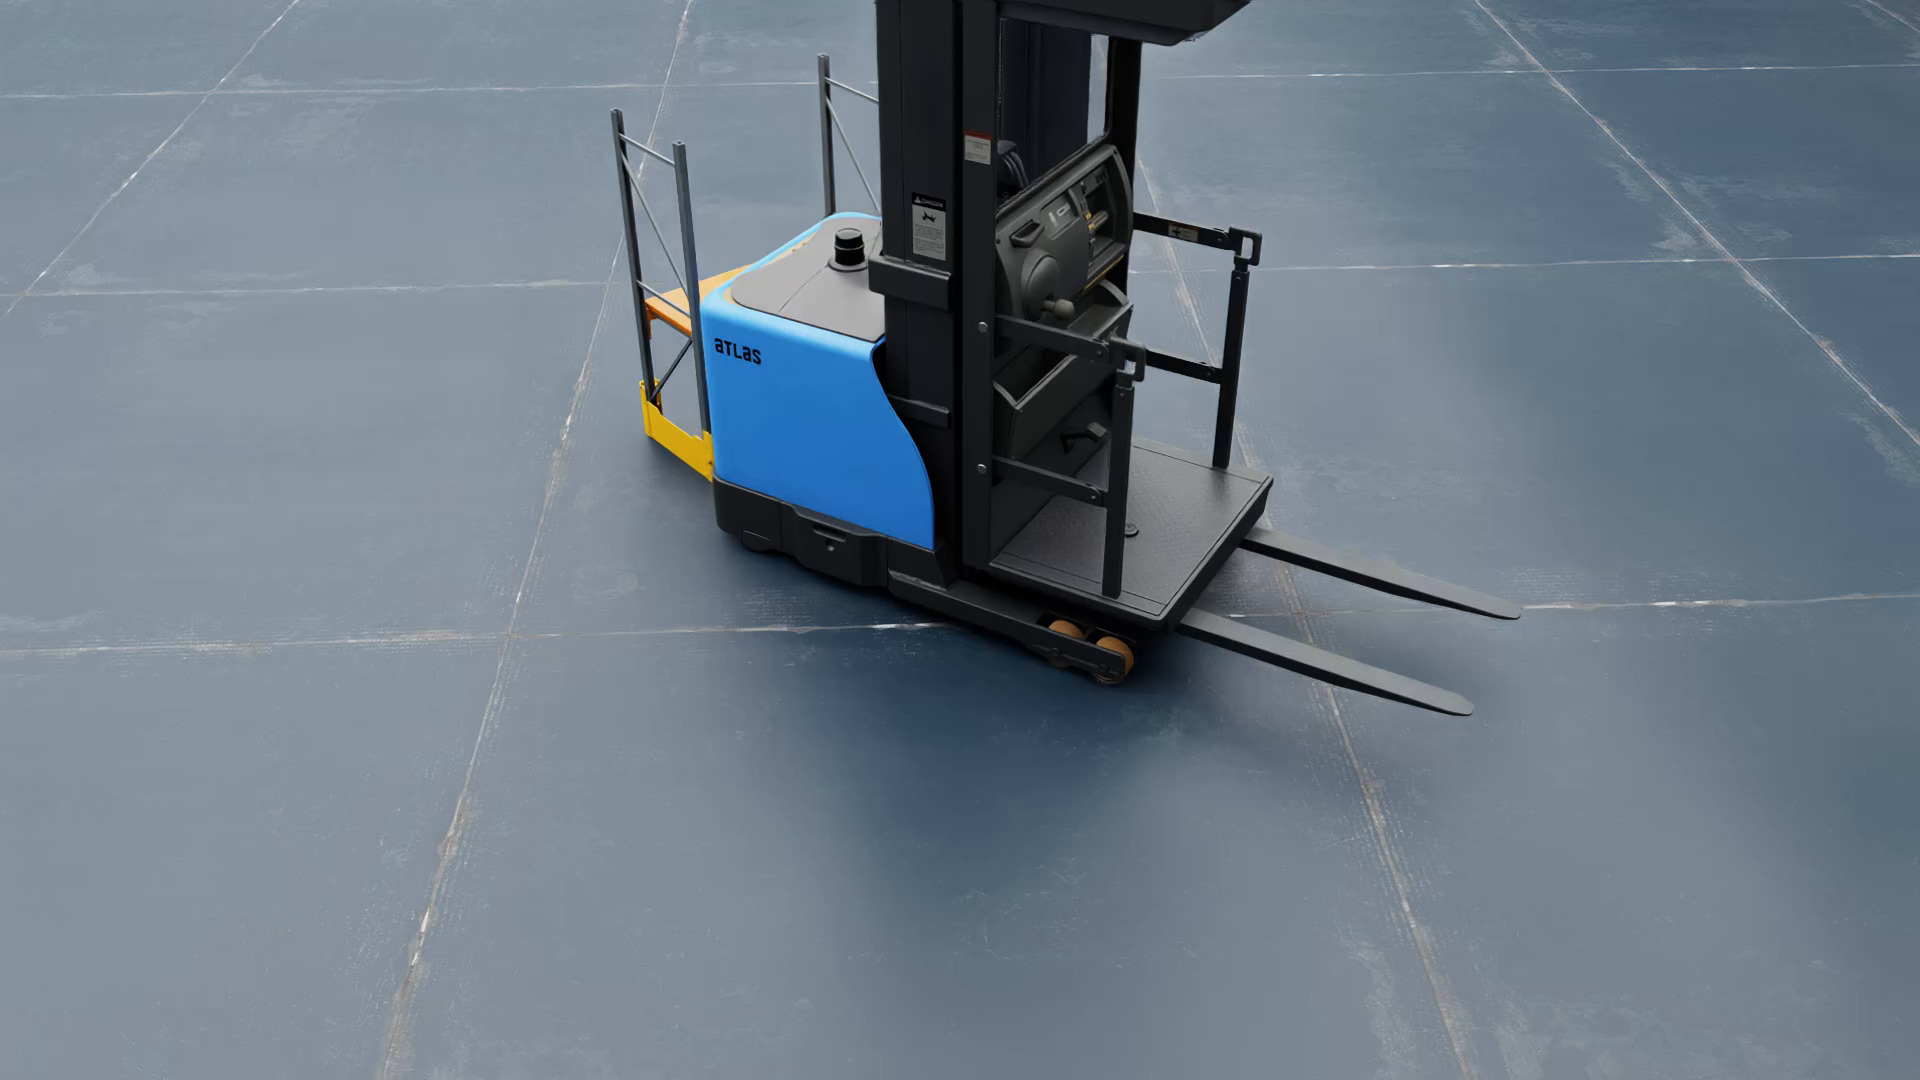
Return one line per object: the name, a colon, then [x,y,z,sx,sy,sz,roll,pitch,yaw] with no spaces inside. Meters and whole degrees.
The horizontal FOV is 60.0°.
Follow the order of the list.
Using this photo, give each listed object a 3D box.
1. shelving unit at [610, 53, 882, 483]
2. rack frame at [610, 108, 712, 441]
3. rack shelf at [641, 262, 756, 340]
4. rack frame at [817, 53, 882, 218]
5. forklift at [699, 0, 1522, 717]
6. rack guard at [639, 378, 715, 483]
shelving unit: [-0.818,-1.174,7.129,1.083,1.500,0.587,-26,42,-32]
rack frame: [-1.212,-0.983,6.853,0.032,1.500,0.500,-26,42,-32]
rack shelf: [-0.825,-1.023,7.226,1.000,0.185,0.538,-26,42,-32]
rack frame: [-0.438,-1.358,7.395,0.032,1.500,0.500,-26,42,-32]
forklift: [0.548,-1.034,5.668,3.031,2.935,1.130,18,39,24]
rack guard: [-1.197,-0.476,7.219,0.087,0.250,0.587,-26,42,-32]
